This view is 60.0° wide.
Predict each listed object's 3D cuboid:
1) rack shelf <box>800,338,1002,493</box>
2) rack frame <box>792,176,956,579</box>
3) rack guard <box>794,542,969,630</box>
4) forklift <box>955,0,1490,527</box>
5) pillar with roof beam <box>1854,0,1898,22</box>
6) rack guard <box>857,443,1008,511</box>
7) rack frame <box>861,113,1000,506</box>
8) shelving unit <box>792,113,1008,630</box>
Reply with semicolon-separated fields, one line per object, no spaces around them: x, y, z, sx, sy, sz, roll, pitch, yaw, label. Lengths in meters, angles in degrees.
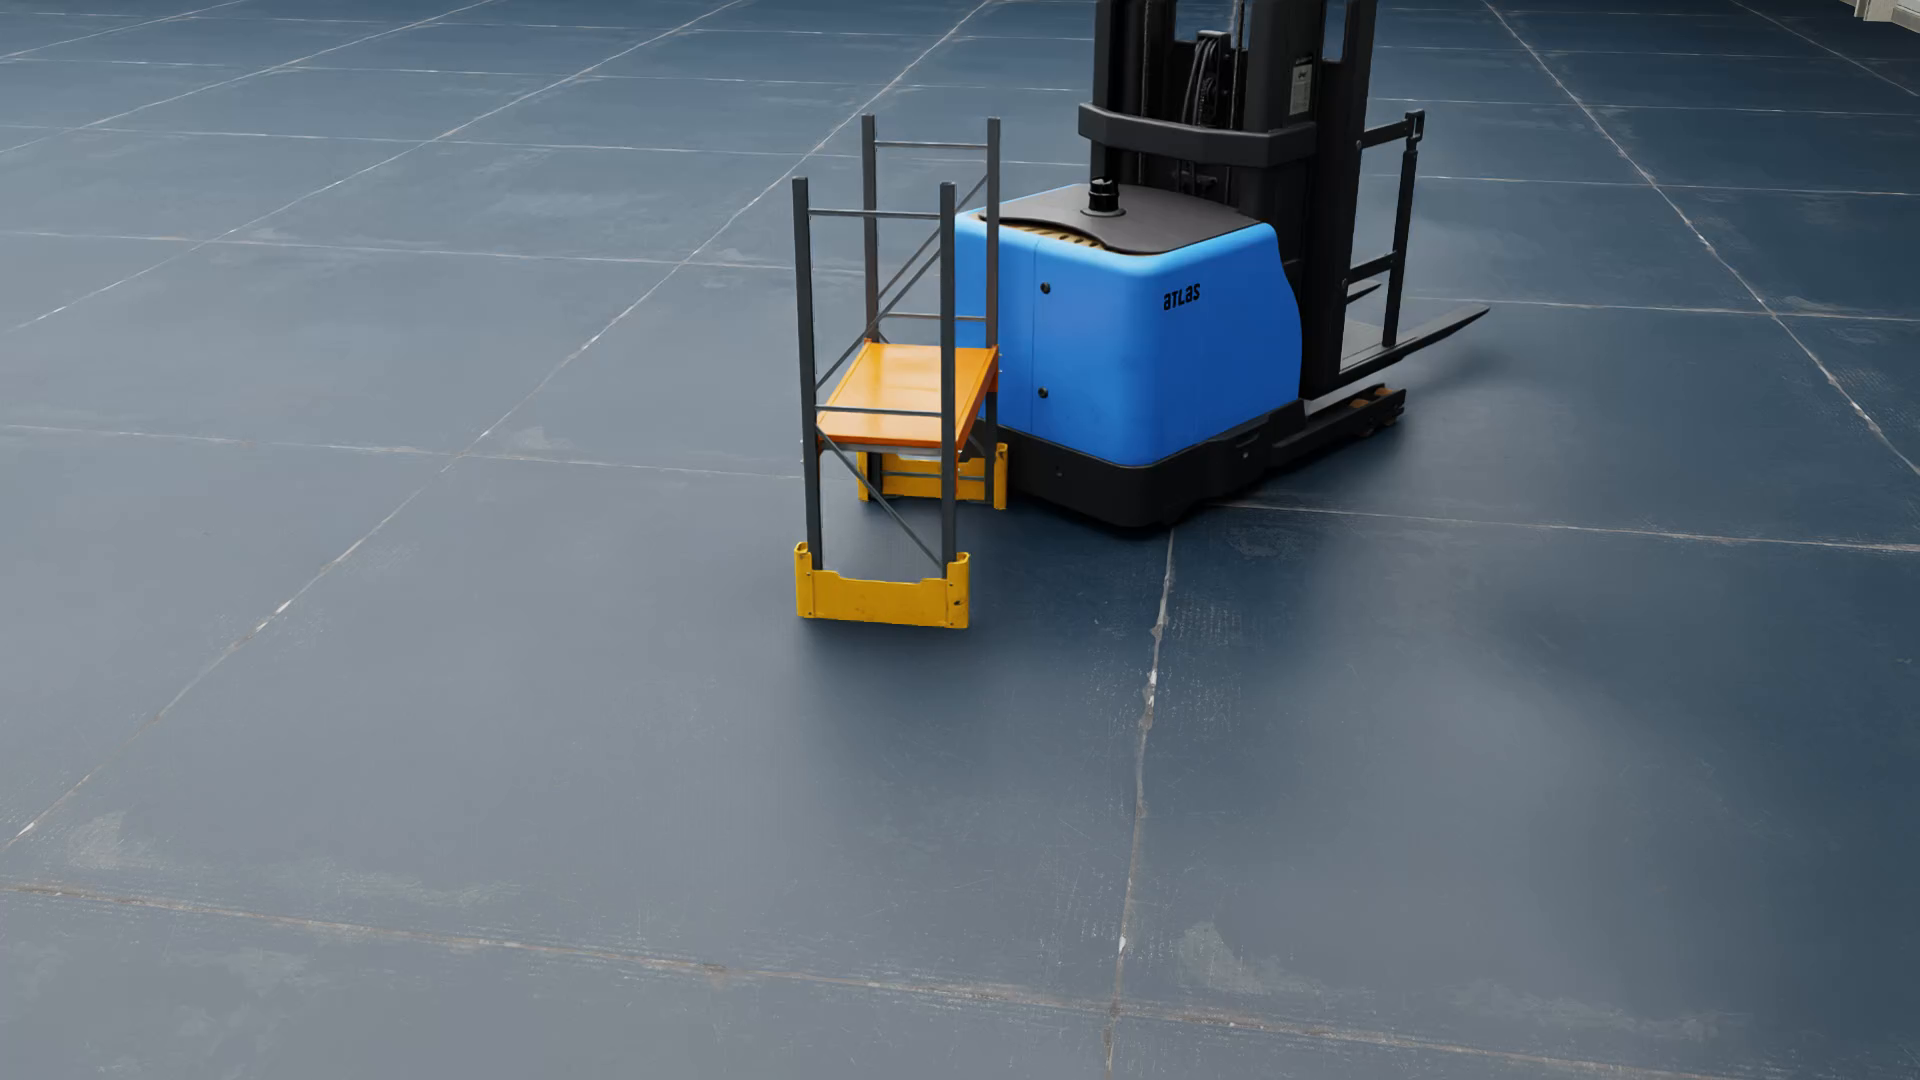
-0.184;-0.462;5.891;0.538;0.185;1.000;4;25;8;rack shelf
-0.263;-0.412;5.360;0.500;1.500;0.032;4;25;8;rack frame
-0.263;0.154;5.626;0.587;0.250;0.087;4;25;8;rack guard
1.316;-1.907;6.866;1.130;2.935;3.031;22;33;39;forklift
6.144;-10.301;17.641;9.100;9.000;0.400;4;25;9;pillar with roof beam
-0.109;-0.263;6.518;0.587;0.250;0.087;4;25;8;rack guard
-0.106;-0.837;6.270;0.500;1.500;0.032;4;25;8;rack frame
-0.186;-0.621;5.807;0.587;1.500;1.083;4;25;8;shelving unit
